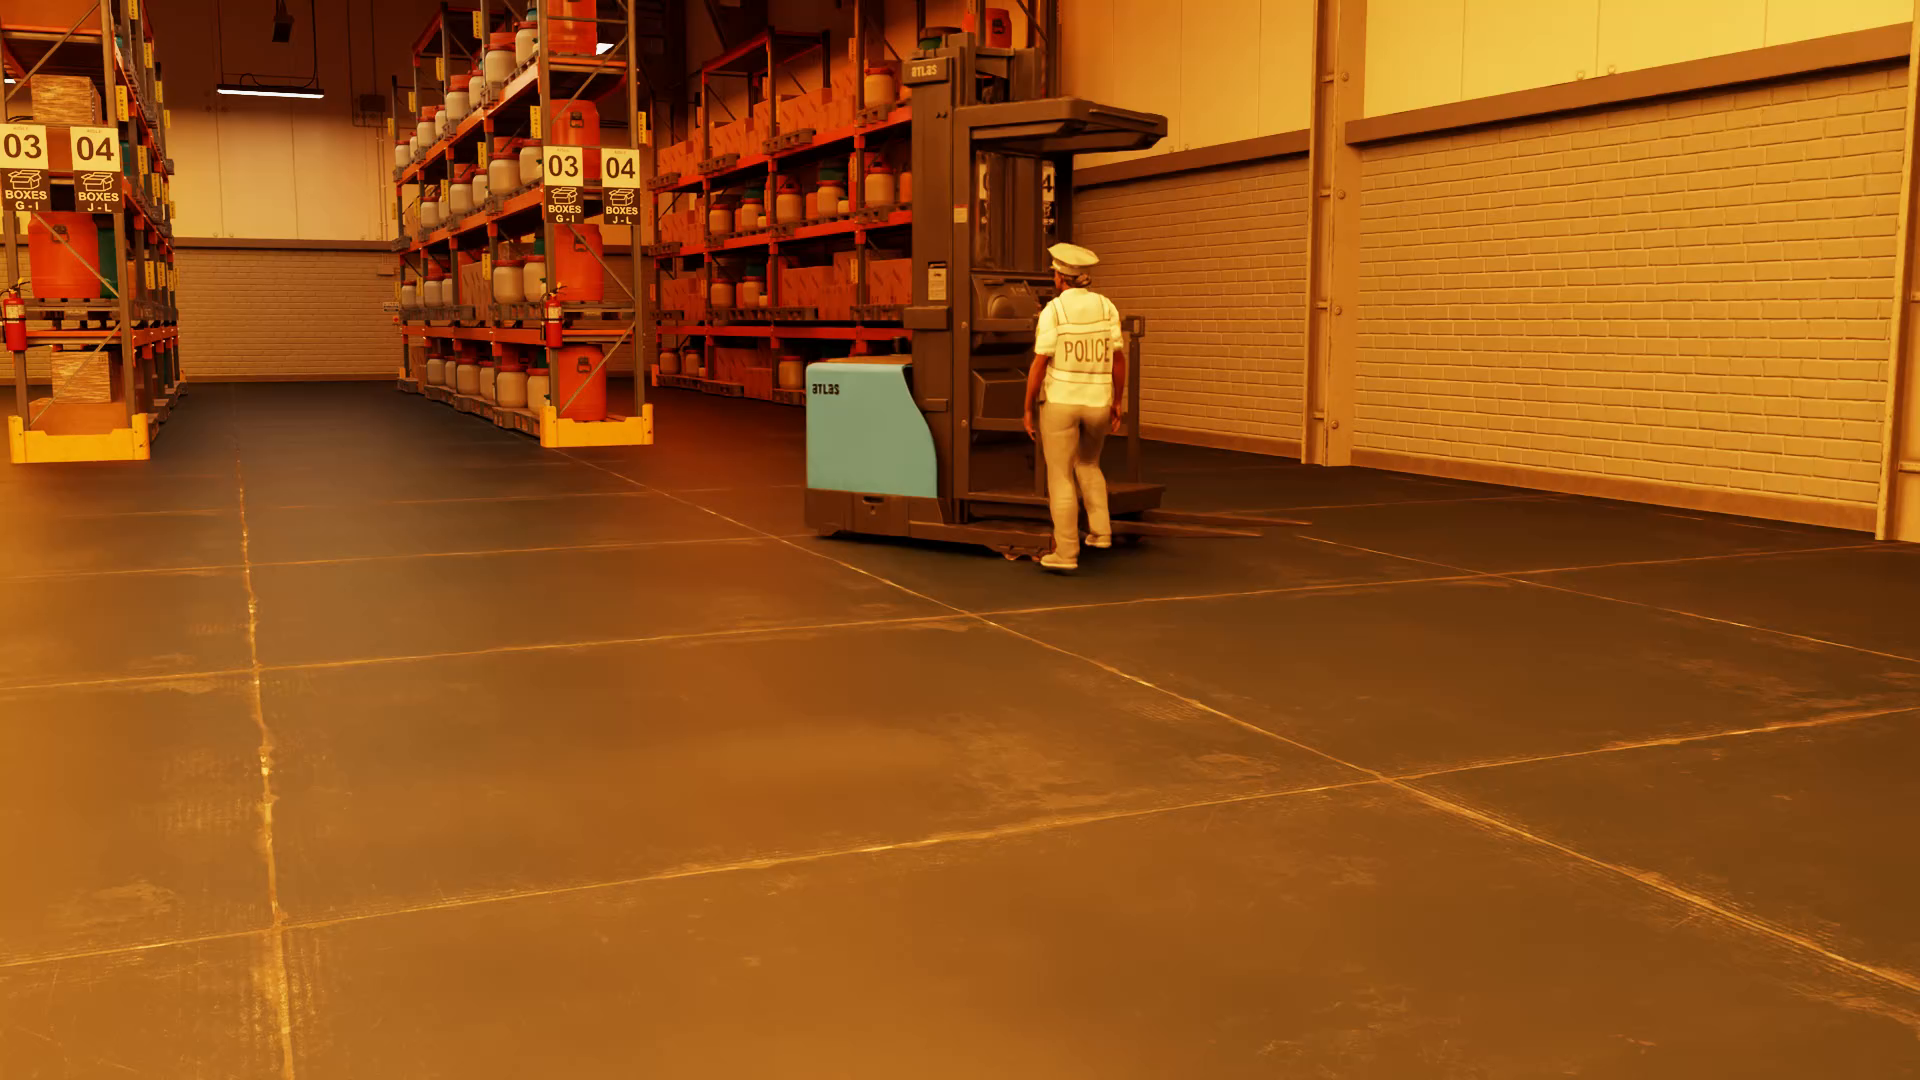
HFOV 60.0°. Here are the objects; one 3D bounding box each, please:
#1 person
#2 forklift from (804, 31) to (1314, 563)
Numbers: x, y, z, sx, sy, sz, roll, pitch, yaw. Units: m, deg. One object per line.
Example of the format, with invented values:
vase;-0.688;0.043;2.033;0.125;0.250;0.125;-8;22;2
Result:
person;0.585;-0.694;8.703;0.566;1.696;0.496;-3;8;-20
forklift;0.529;-1.405;9.594;3.031;2.935;1.130;5;9;36
